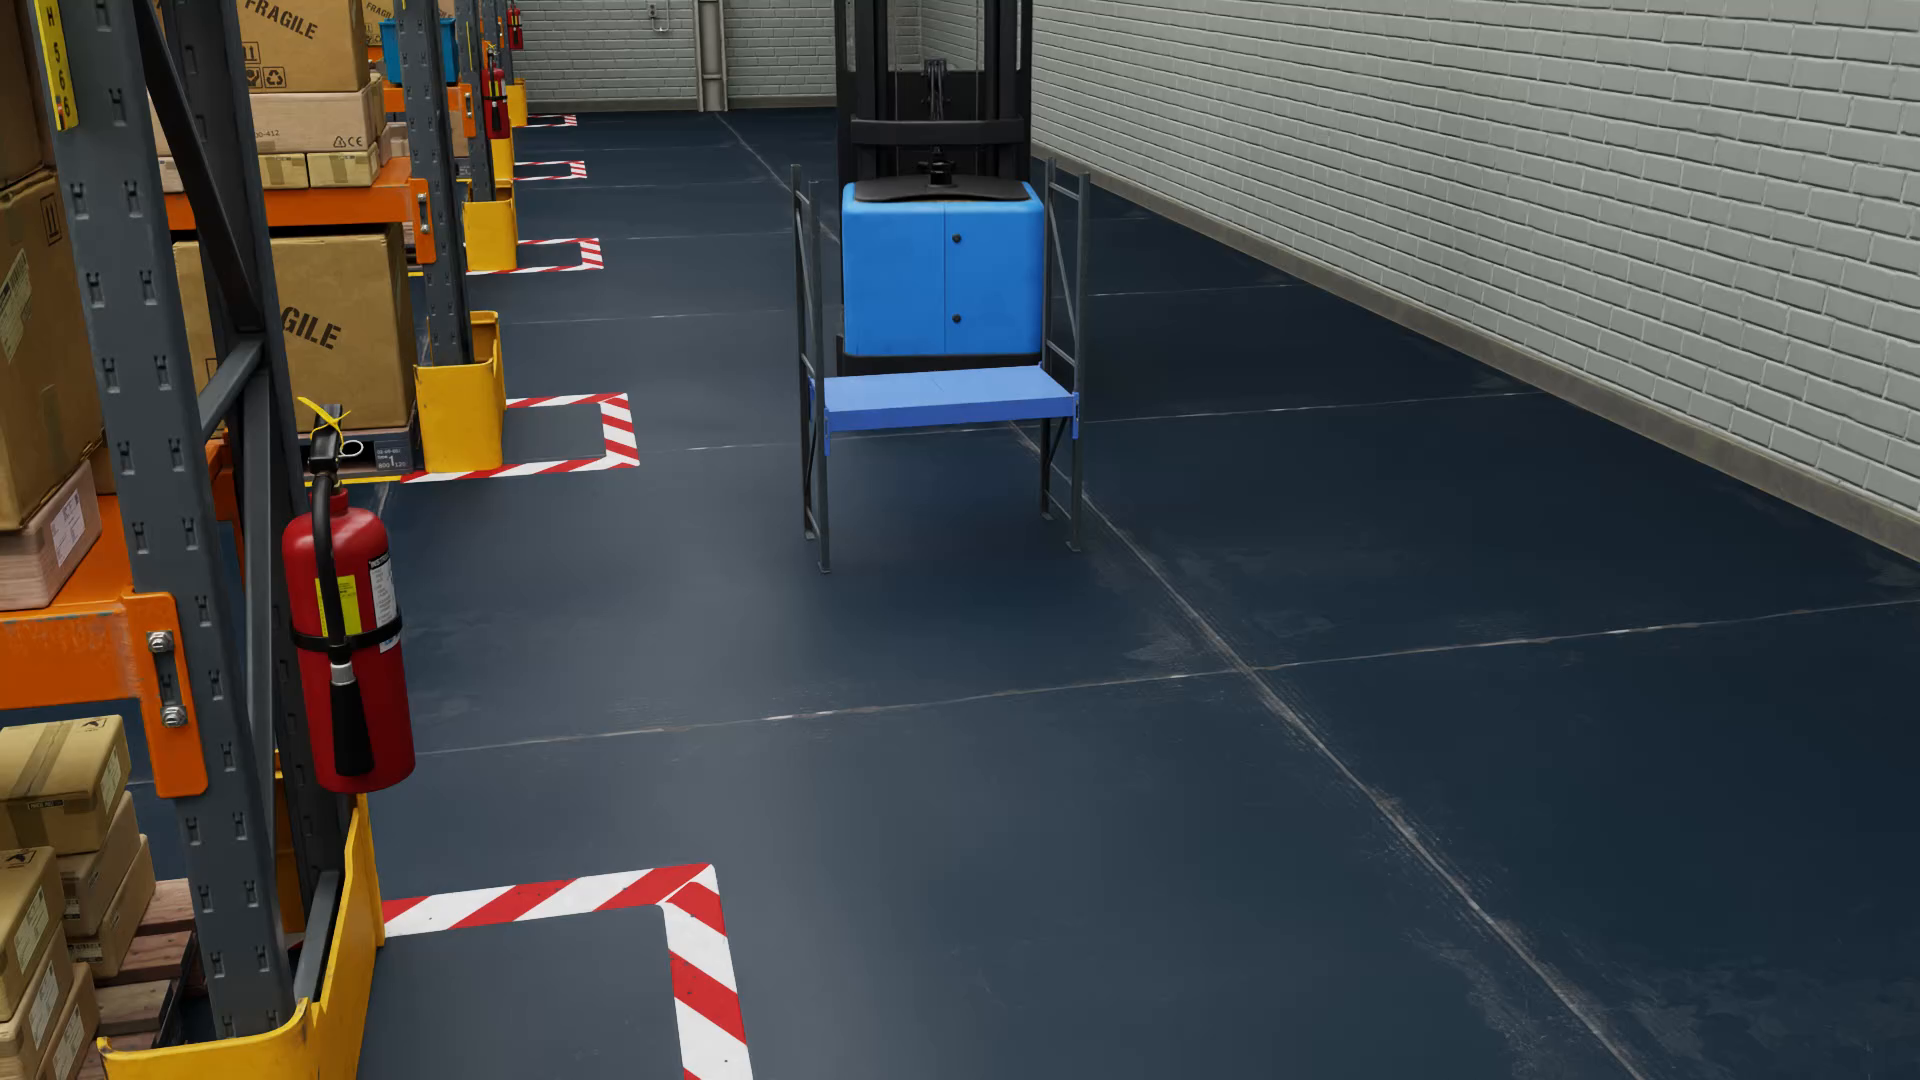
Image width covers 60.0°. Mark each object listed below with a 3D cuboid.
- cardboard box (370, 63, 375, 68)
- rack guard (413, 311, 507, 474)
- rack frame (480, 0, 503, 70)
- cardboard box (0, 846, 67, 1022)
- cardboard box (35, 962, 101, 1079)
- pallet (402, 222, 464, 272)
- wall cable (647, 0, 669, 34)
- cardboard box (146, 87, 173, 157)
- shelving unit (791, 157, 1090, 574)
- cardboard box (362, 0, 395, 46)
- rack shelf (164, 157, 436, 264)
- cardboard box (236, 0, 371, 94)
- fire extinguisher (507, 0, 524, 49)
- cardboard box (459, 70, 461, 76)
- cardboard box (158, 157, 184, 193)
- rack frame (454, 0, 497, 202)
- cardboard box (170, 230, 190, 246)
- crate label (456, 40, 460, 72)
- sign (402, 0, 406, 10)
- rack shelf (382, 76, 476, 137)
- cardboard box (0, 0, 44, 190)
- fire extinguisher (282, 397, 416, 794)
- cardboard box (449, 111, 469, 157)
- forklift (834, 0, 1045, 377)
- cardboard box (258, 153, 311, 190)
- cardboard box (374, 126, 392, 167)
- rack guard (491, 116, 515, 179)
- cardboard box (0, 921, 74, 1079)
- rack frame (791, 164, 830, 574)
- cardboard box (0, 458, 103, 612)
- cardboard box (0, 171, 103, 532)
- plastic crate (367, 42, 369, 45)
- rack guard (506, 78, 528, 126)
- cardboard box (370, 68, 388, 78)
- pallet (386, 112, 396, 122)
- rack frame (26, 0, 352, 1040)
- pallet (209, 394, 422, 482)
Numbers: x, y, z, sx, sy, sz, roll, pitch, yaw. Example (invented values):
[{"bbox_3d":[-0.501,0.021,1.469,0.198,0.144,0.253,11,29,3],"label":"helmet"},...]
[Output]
[{"bbox_3d":[-7.435,-6.126,21.257,0.250,0.149,0.380,-4,21,-12],"label":"cardboard box"},{"bbox_3d":[-2.426,-0.744,8.120,0.348,0.500,1.175,-5,21,-12],"label":"rack guard"},{"bbox_3d":[-4.725,-5.232,16.738,0.127,3.000,1.000,-5,21,-12],"label":"rack frame"},{"bbox_3d":[-1.863,0.741,3.100,0.250,0.149,0.380,-4,21,-12],"label":"cardboard box"},{"bbox_3d":[-1.870,1.005,3.244,0.250,0.149,0.380,-4,21,-12],"label":"cardboard box"},{"bbox_3d":[-4.400,-2.212,12.547,1.213,0.211,1.003,-5,21,-12],"label":"pallet"},{"bbox_3d":[-4.840,-7.785,22.230,1.851,1.984,0.084,-5,21,-12],"label":"wall cable"},{"bbox_3d":[-3.353,-1.818,7.203,0.500,0.250,0.500,-5,21,-13],"label":"cardboard box"},{"bbox_3d":[-0.083,-0.697,6.538,1.048,1.500,0.538,-5,21,-12],"label":"shelving unit"},{"bbox_3d":[-5.602,-5.111,16.260,0.500,0.500,0.500,-4,21,-12],"label":"cardboard box"},{"bbox_3d":[-4.395,-1.420,7.376,4.000,0.370,1.077,-5,21,-12],"label":"rack shelf"},{"bbox_3d":[-2.863,-2.211,7.185,0.500,0.500,0.500,-4,21,-12],"label":"cardboard box"},{"bbox_3d":[-5.615,-6.536,20.952,0.183,0.674,0.296,-5,21,-12],"label":"fire extinguisher"},{"bbox_3d":[-6.527,-5.825,21.379,0.500,0.500,0.700,-5,21,-12],"label":"cardboard box"},{"bbox_3d":[-3.461,-1.600,7.186,0.250,0.149,0.380,-4,21,-12],"label":"cardboard box"},{"bbox_3d":[-3.589,-3.574,12.211,0.127,3.000,1.000,-5,21,-12],"label":"rack frame"},{"bbox_3d":[-3.939,-0.966,7.570,0.875,0.875,0.875,-5,21,-12],"label":"cardboard box"},{"bbox_3d":[-3.905,-3.614,12.477,0.303,0.233,0.416,-5,21,-12],"label":"crate label"},{"bbox_3d":[-2.338,-2.388,6.946,0.005,0.325,0.100,-5,21,-12],"label":"sign"},{"bbox_3d":[-5.535,-3.078,11.902,4.000,0.370,1.077,-5,21,-12],"label":"rack shelf"},{"bbox_3d":[-1.794,-0.785,2.564,0.500,0.500,0.500,-5,21,-14],"label":"cardboard box"},{"bbox_3d":[-1.055,0.098,2.841,0.183,0.674,0.296,-5,21,-12],"label":"fire extinguisher"},{"bbox_3d":[-5.197,-4.140,16.749,0.500,0.500,0.500,-5,21,-12],"label":"cardboard box"},{"bbox_3d":[-0.161,-2.546,9.505,1.130,2.935,3.031,-1,20,-3],"label":"forklift"},{"bbox_3d":[-2.972,-1.639,7.292,0.250,0.149,0.380,-4,21,-12],"label":"cardboard box"},{"bbox_3d":[-2.870,-1.881,7.953,0.250,0.149,0.380,-4,21,-12],"label":"cardboard box"},{"bbox_3d":[-4.799,-4.053,17.151,0.348,0.500,1.175,-5,21,-12],"label":"rack guard"},{"bbox_3d":[-1.854,0.891,3.123,0.250,0.149,0.380,-5,21,-14],"label":"cardboard box"},{"bbox_3d":[-0.578,-0.657,6.428,0.032,1.500,0.500,-5,21,-12],"label":"rack frame"},{"bbox_3d":[-1.658,-0.010,2.845,0.250,0.149,0.380,-5,21,-12],"label":"cardboard box"},{"bbox_3d":[-1.784,-0.313,2.730,0.500,0.500,0.500,-4,21,-11],"label":"cardboard box"},{"bbox_3d":[-4.545,-3.562,12.334,0.300,0.233,0.416,-5,21,-12],"label":"plastic crate"},{"bbox_3d":[-5.845,-5.718,21.699,0.348,0.500,1.175,-5,21,-12],"label":"rack guard"},{"bbox_3d":[-7.503,-5.745,21.161,0.500,0.500,0.700,-5,21,-14],"label":"cardboard box"},{"bbox_3d":[-7.813,-5.396,21.239,1.213,0.211,1.003,-5,21,-12],"label":"pallet"},{"bbox_3d":[-1.406,-0.248,3.130,0.127,3.000,1.000,-5,21,-12],"label":"rack frame"},{"bbox_3d":[-3.209,-0.517,7.920,1.213,0.211,1.003,-5,21,-12],"label":"pallet"}]
